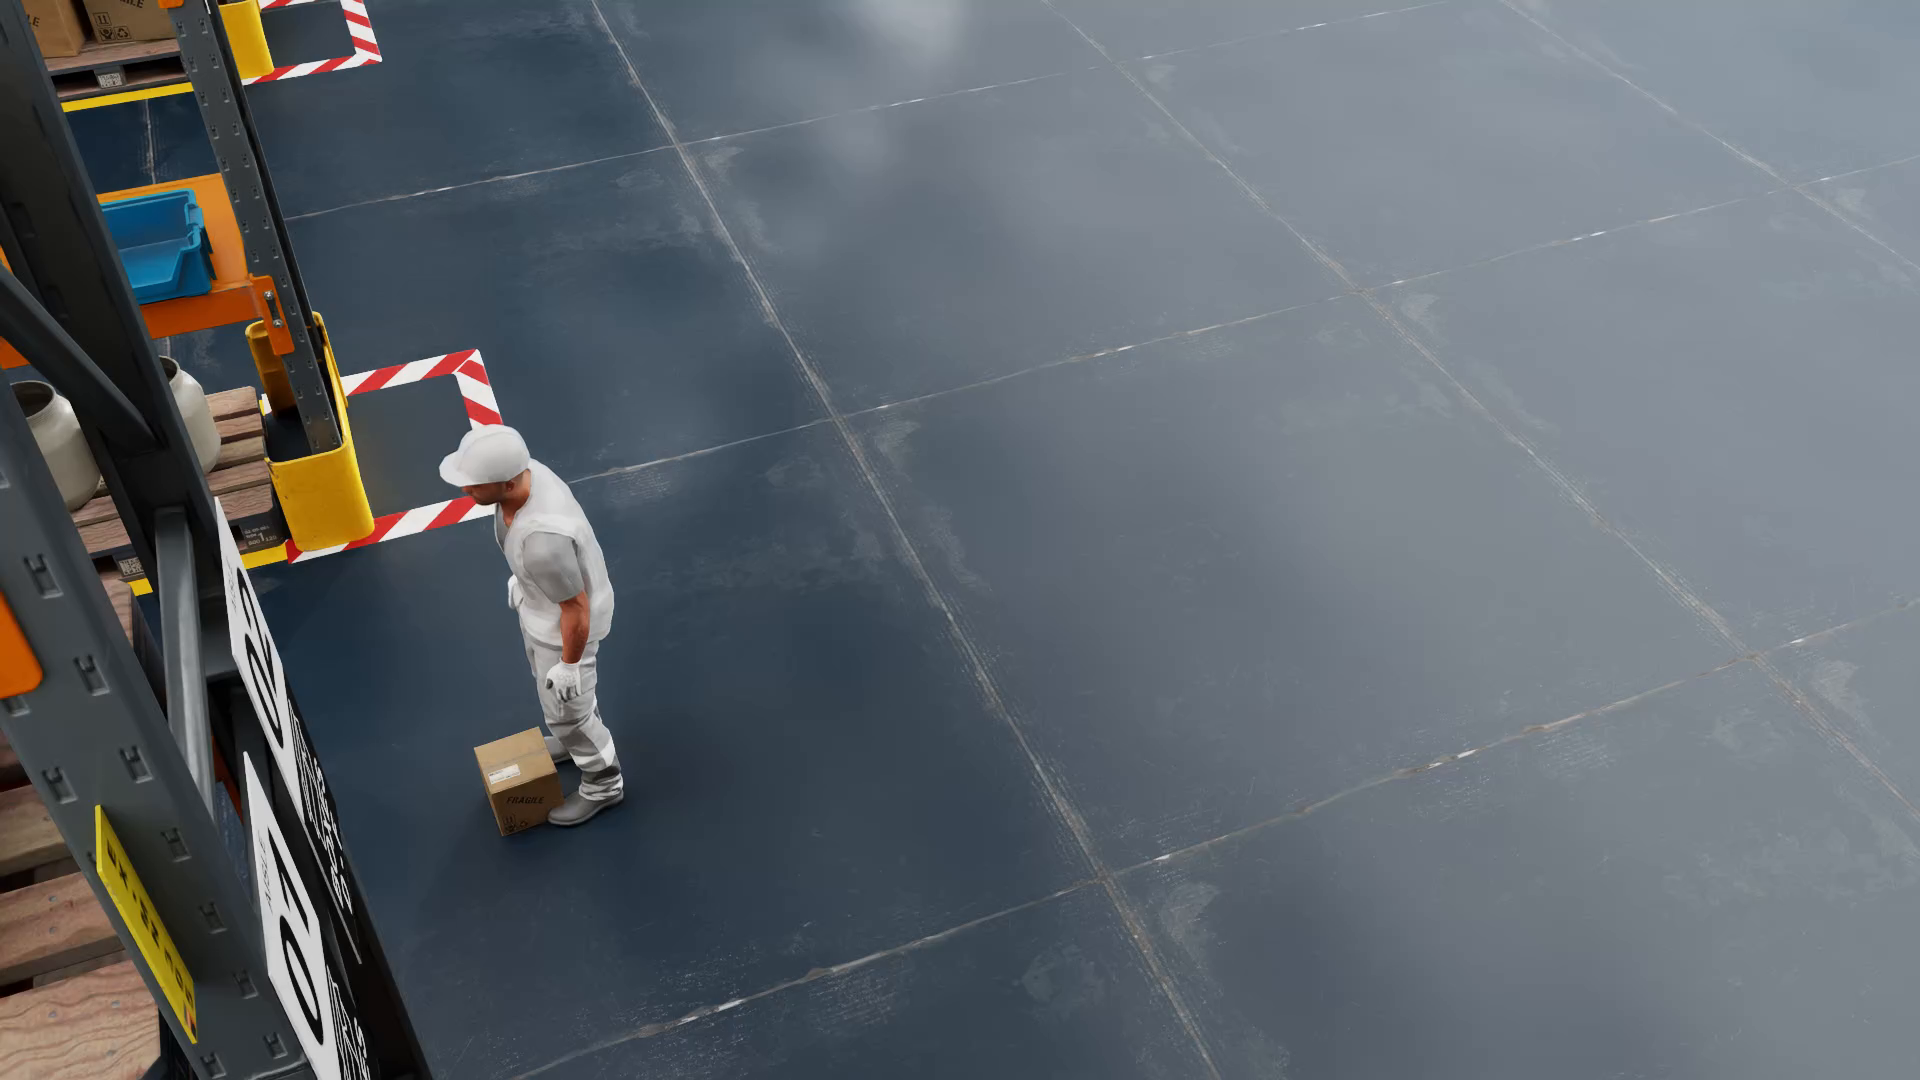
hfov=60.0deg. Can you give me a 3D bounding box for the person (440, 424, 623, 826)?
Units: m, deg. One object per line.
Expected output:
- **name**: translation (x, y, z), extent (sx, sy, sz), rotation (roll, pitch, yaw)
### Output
- **person**: translation (-1.443, 0.287, 5.822), extent (0.452, 1.778, 0.613), rotation (-18, 44, -19)
